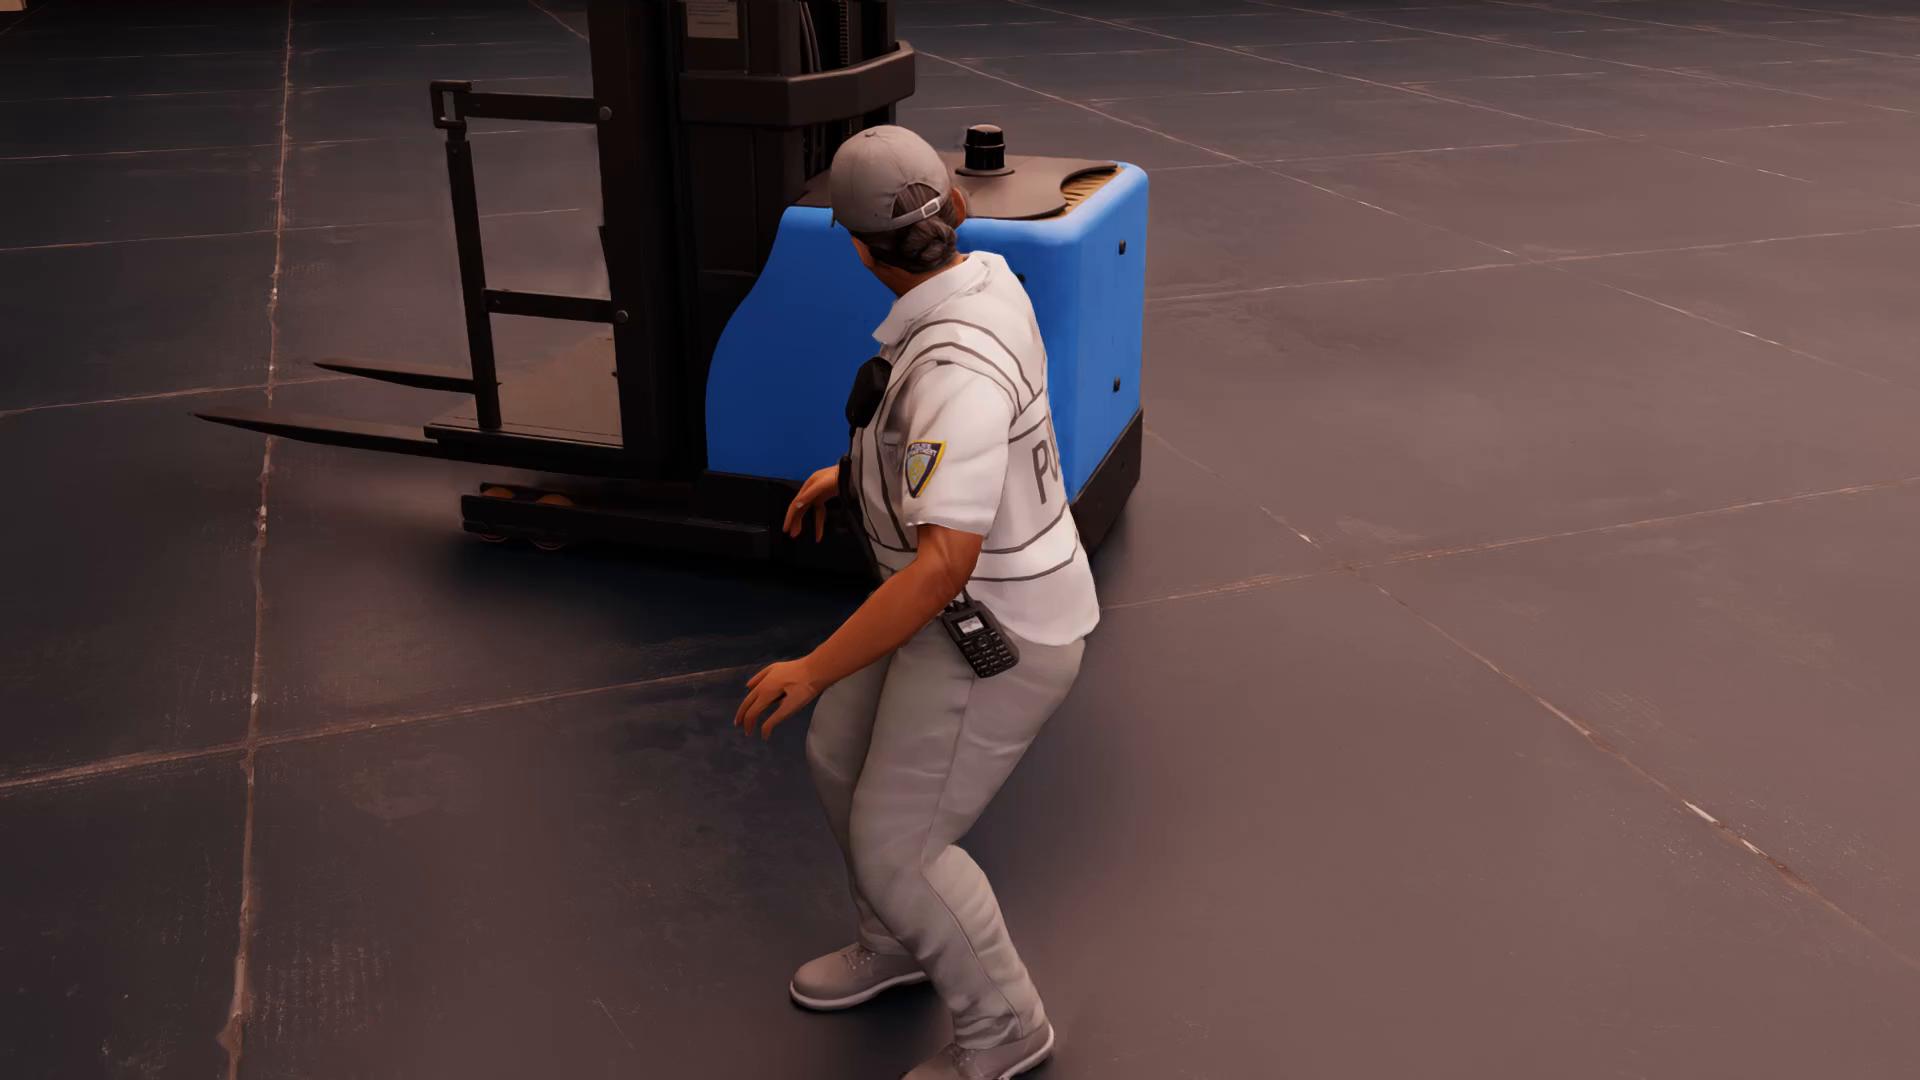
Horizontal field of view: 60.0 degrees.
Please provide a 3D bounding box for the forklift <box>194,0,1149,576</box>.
[{"bbox_3d":[-0.993,-1.505,4.878,3.031,2.935,1.130,7,24,16],"label":"forklift"}]

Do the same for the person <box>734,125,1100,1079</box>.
[{"bbox_3d":[-0.070,0.151,2.708,0.597,1.619,0.720,-3,23,-7],"label":"person"}]
